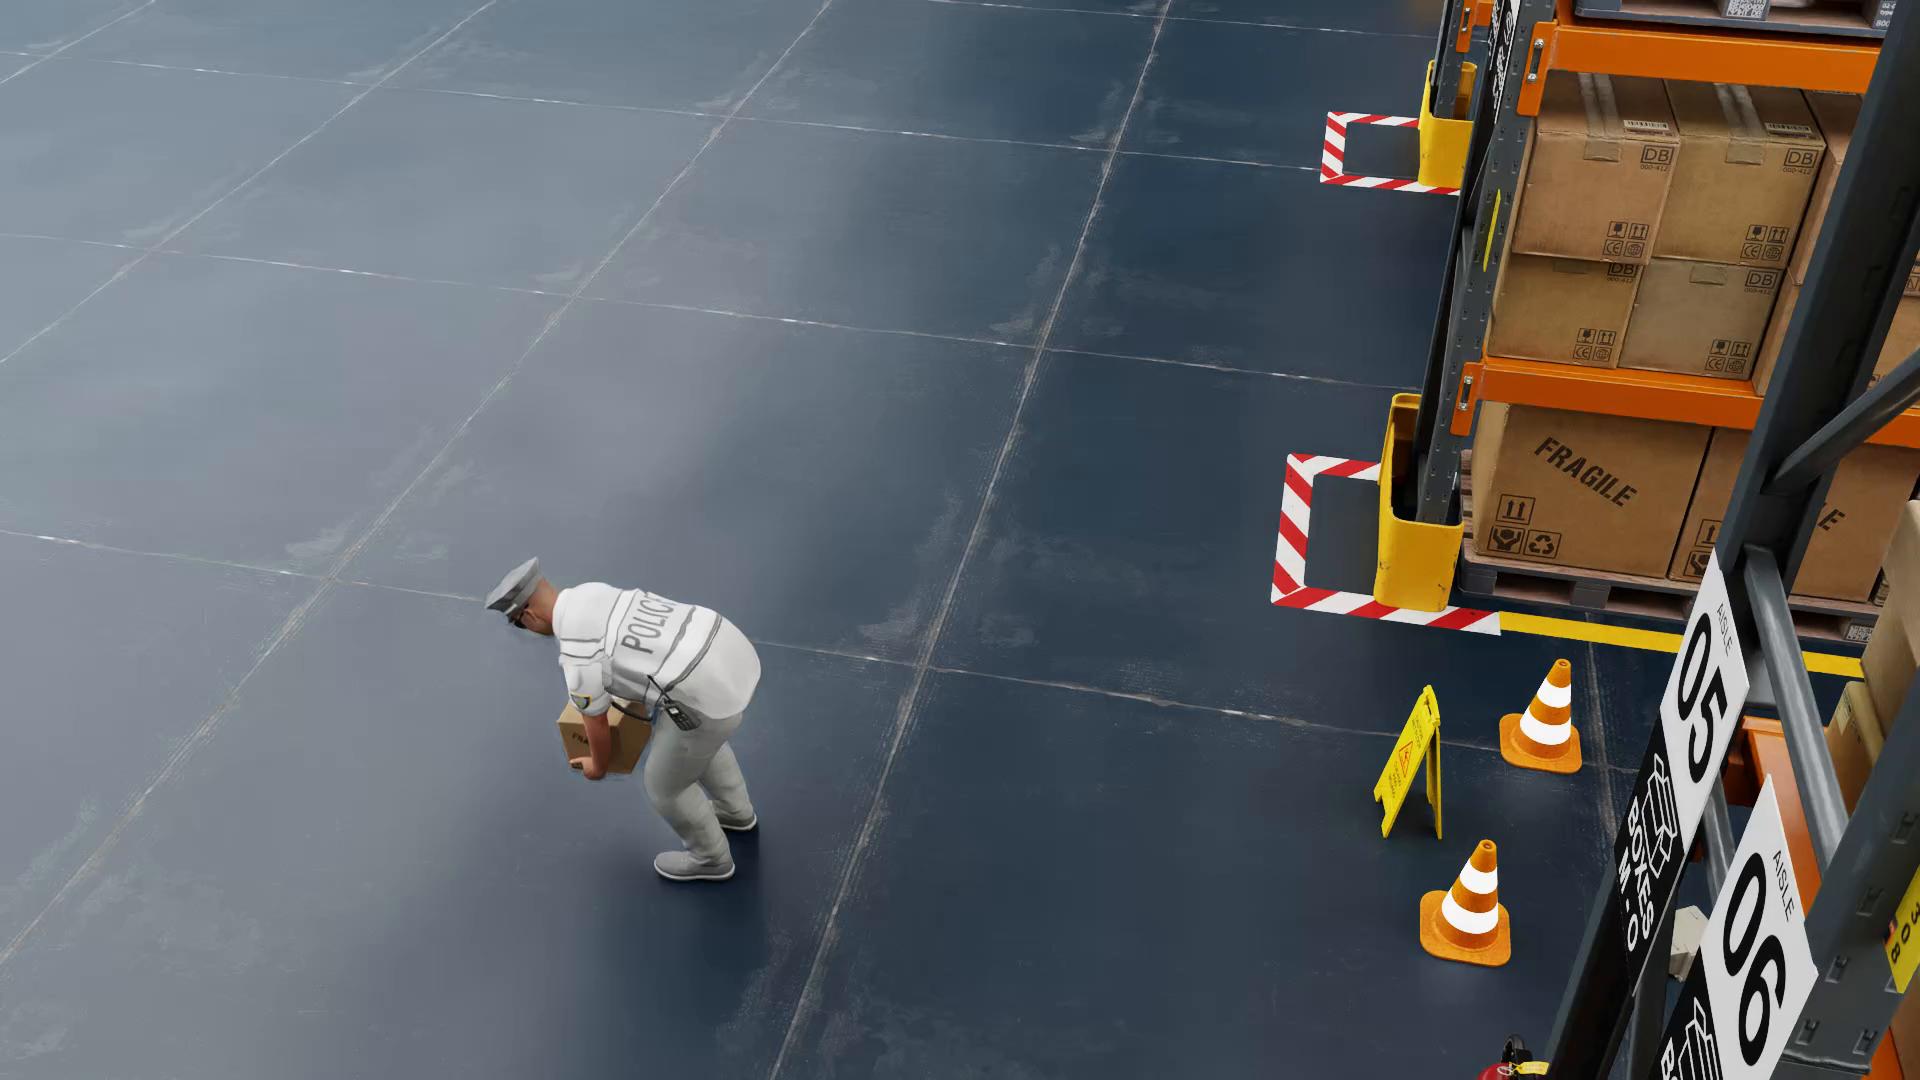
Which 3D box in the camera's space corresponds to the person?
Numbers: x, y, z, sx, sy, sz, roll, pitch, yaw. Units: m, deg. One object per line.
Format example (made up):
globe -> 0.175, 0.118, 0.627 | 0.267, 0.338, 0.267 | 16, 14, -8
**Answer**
person -> -1.252, 0.674, 6.388 | 0.993, 1.351, 0.480 | 7, 37, 9
